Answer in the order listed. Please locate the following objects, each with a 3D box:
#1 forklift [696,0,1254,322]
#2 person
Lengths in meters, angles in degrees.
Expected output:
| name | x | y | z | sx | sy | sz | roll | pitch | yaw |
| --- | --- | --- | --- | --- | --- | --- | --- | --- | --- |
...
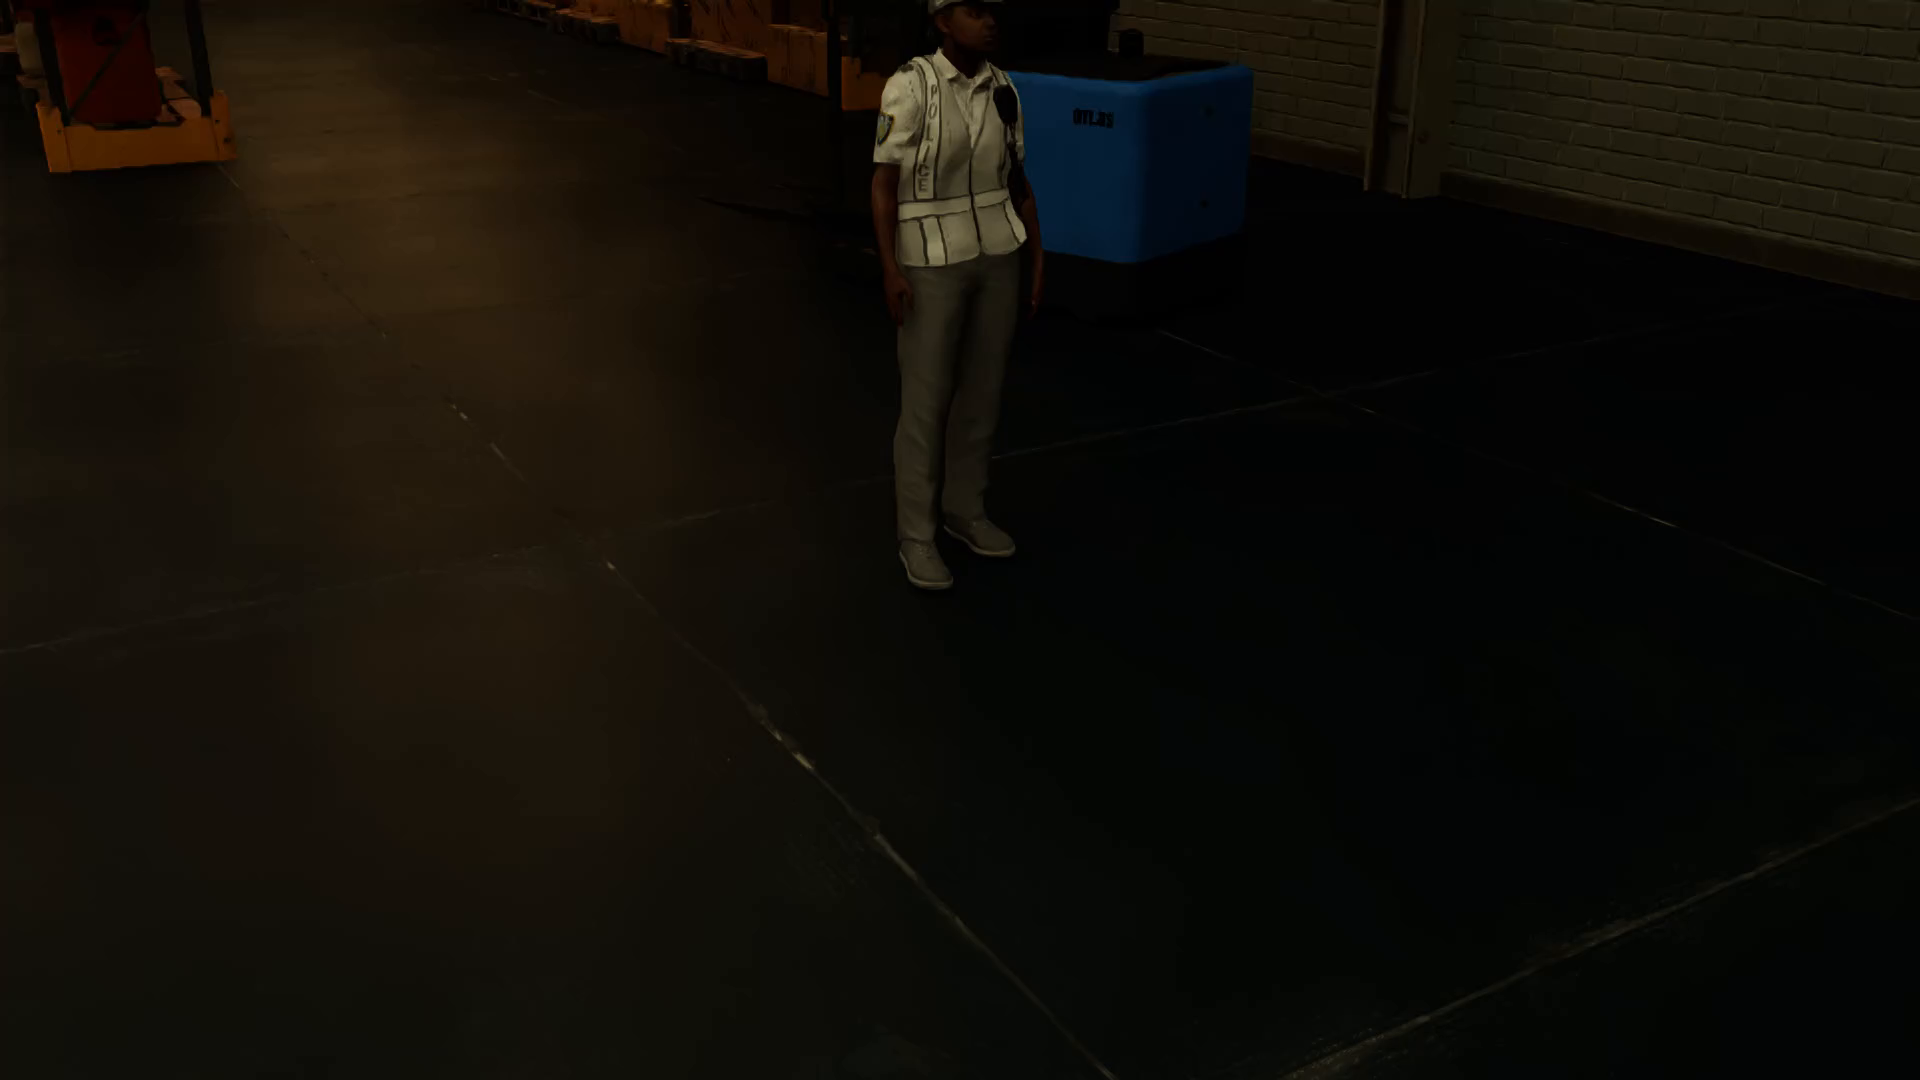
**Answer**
| name | x | y | z | sx | sy | sz | roll | pitch | yaw |
| --- | --- | --- | --- | --- | --- | --- | --- | --- | --- |
| forklift | -0.085 | -2.776 | 8.040 | 3.031 | 2.935 | 1.130 | 18 | 28 | 36 |
| person | 0.021 | -0.763 | 4.741 | 0.570 | 1.695 | 0.529 | -12 | 25 | -28 |
